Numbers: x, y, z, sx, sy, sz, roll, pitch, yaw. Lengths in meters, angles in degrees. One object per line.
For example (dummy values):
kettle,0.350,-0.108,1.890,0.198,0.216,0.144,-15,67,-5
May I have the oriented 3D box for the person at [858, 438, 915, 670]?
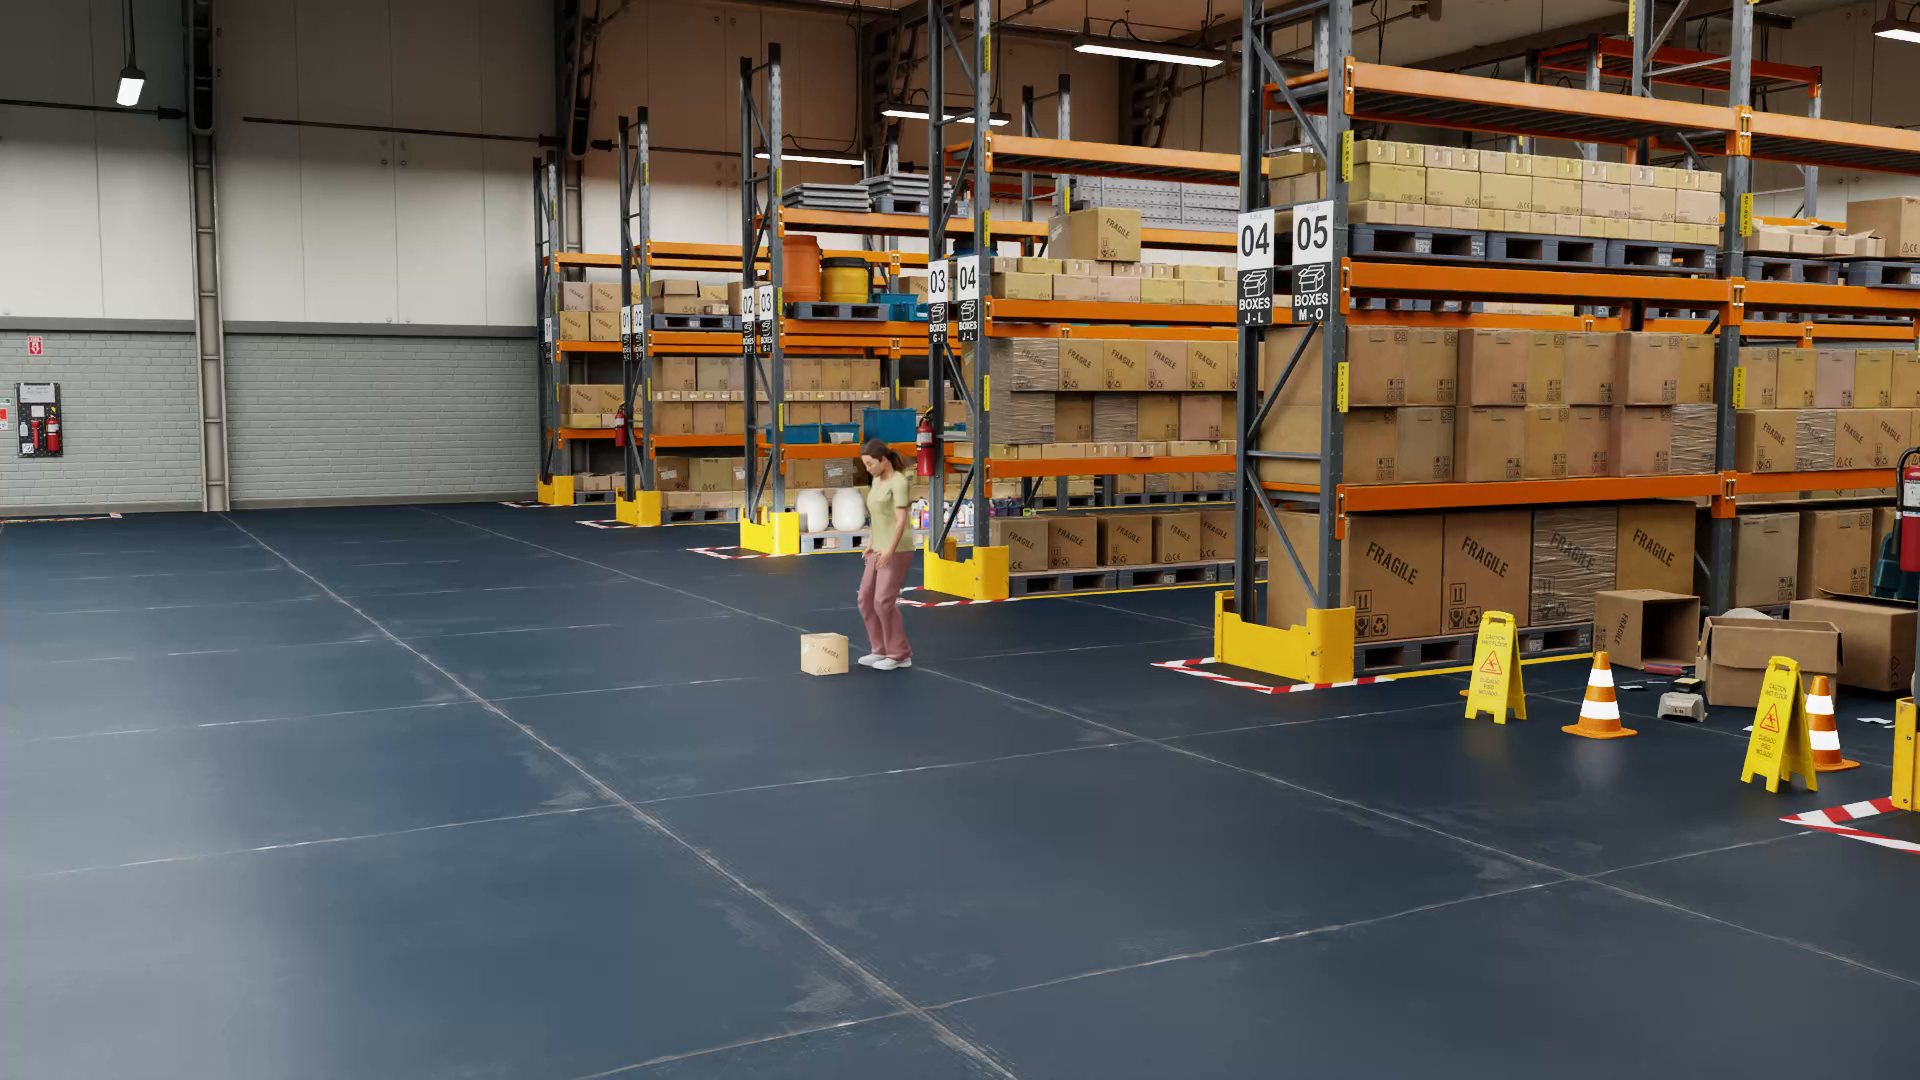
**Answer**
person,-0.519,0.095,11.725,0.388,1.627,0.470,-3,6,-27
